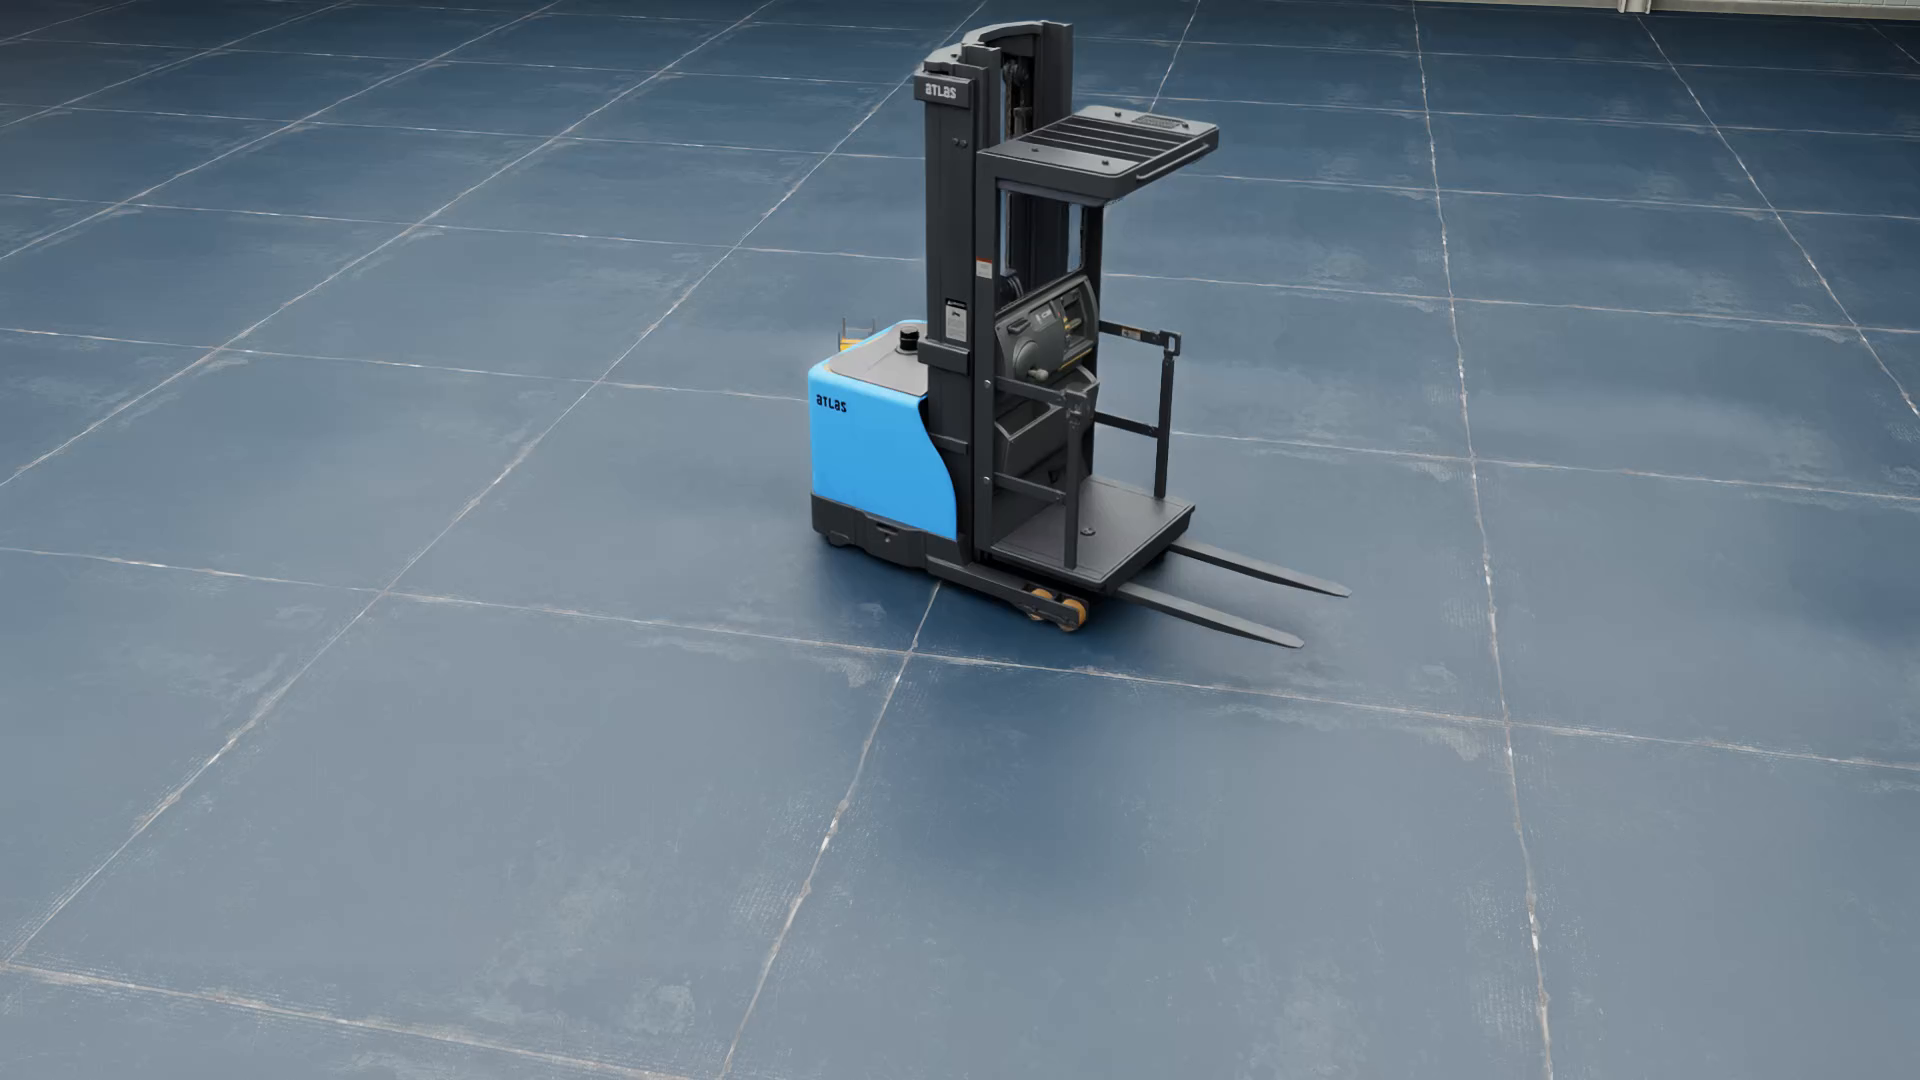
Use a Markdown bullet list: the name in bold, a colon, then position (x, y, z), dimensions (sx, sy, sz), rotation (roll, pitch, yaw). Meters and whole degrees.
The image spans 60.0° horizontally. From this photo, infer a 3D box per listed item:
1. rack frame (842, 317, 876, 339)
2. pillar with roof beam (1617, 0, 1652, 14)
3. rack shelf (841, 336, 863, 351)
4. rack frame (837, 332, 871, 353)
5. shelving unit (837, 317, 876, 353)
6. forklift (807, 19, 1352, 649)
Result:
- **rack frame**: position (-0.609, -0.879, 10.263), dimensions (0.200, 1.050, 0.008), rotation (2, 29, 3)
- **pillar with roof beam**: position (8.529, -9.336, 17.433), dimensions (0.400, 9.000, 9.100), rotation (6, 29, 11)
- **rack shelf**: position (-0.616, -1.060, 10.025), dimensions (0.215, 0.259, 0.240), rotation (2, 29, 3)
- **rack frame**: position (-0.622, -0.762, 10.049), dimensions (0.200, 1.050, 0.008), rotation (2, 29, 3)
- **shelving unit**: position (-0.616, -0.821, 10.156), dimensions (0.215, 1.050, 0.252), rotation (2, 29, 3)
- **forklift**: position (0.637, -1.092, 8.692), dimensions (3.031, 2.935, 1.130), rotation (18, 34, 30)
